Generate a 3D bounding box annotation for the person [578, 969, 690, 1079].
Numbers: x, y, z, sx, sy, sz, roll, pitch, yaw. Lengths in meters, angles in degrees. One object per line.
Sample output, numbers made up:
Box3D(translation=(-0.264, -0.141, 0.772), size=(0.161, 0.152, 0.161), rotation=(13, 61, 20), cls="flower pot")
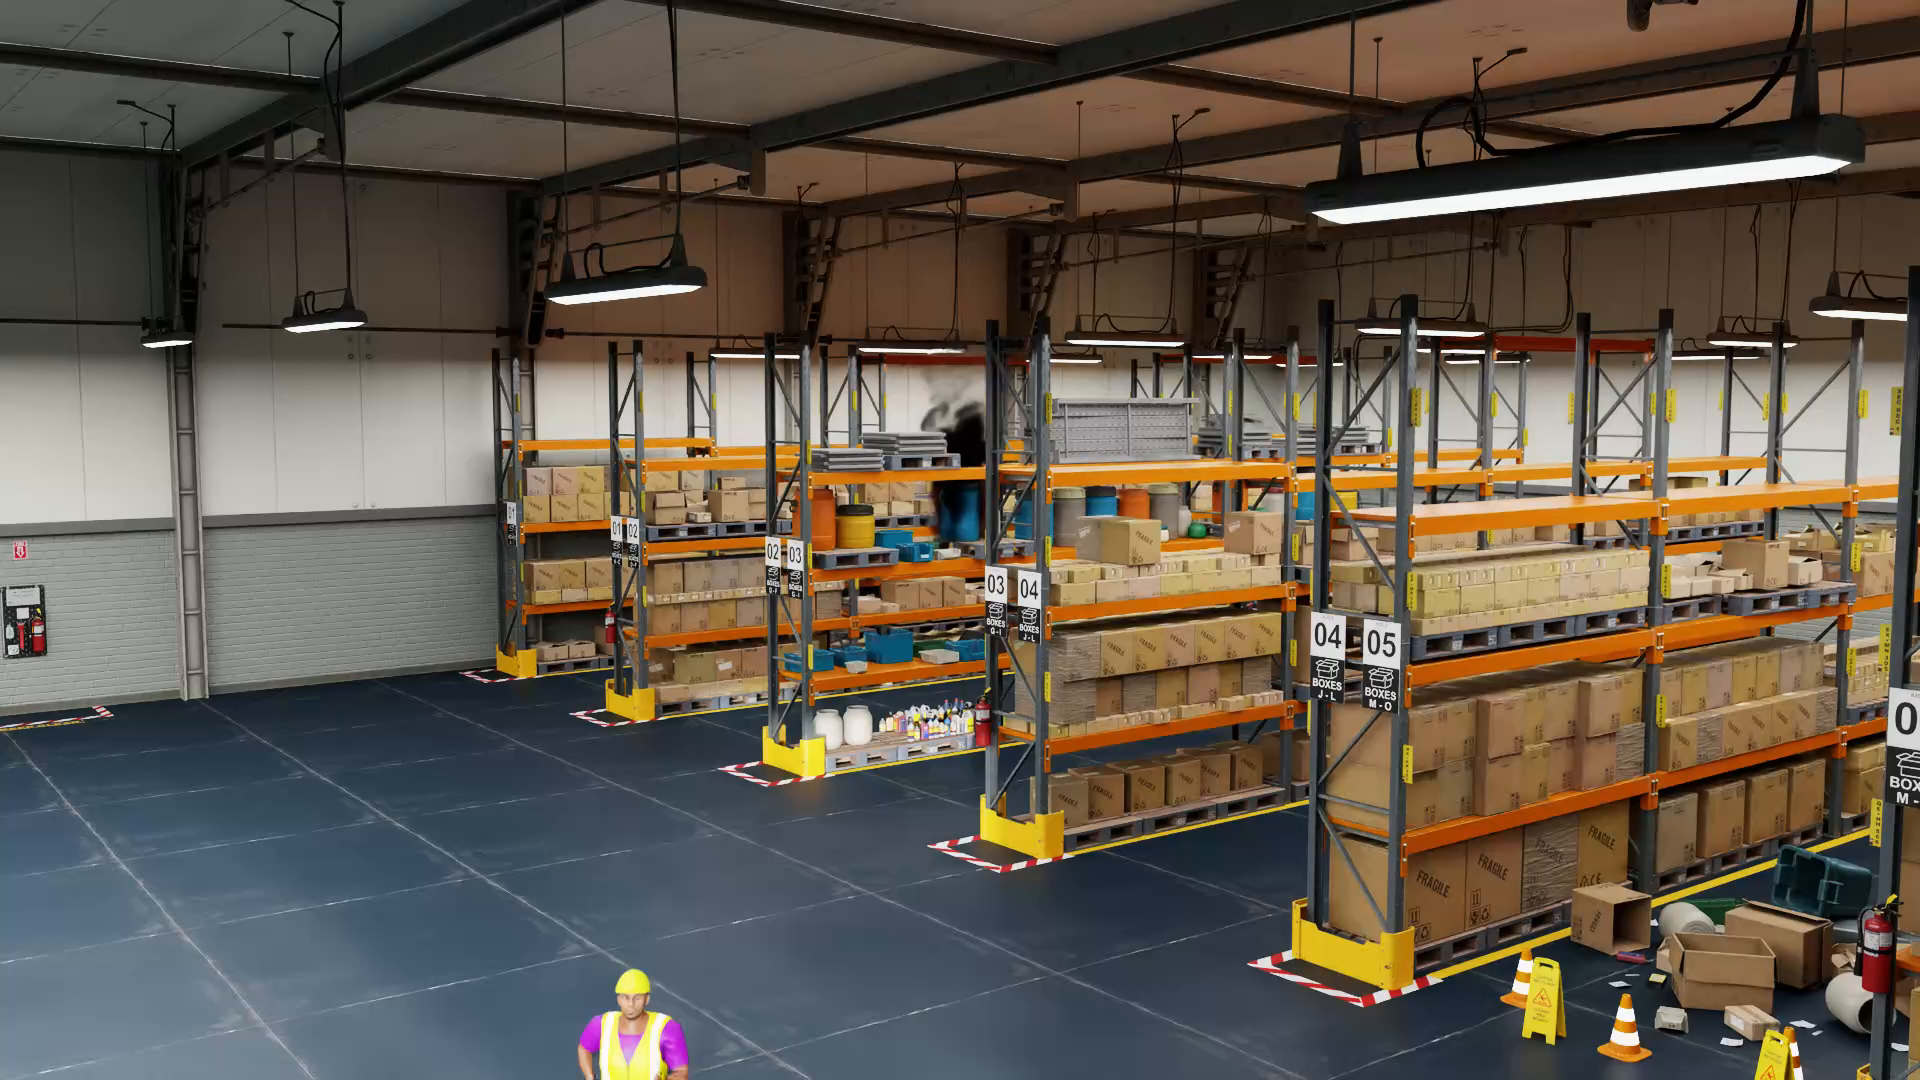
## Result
Box3D(translation=(-1.928, 3.434, 9.798), size=(0.674, 1.809, 0.696), rotation=(-1, 5, -7), cls="person")
